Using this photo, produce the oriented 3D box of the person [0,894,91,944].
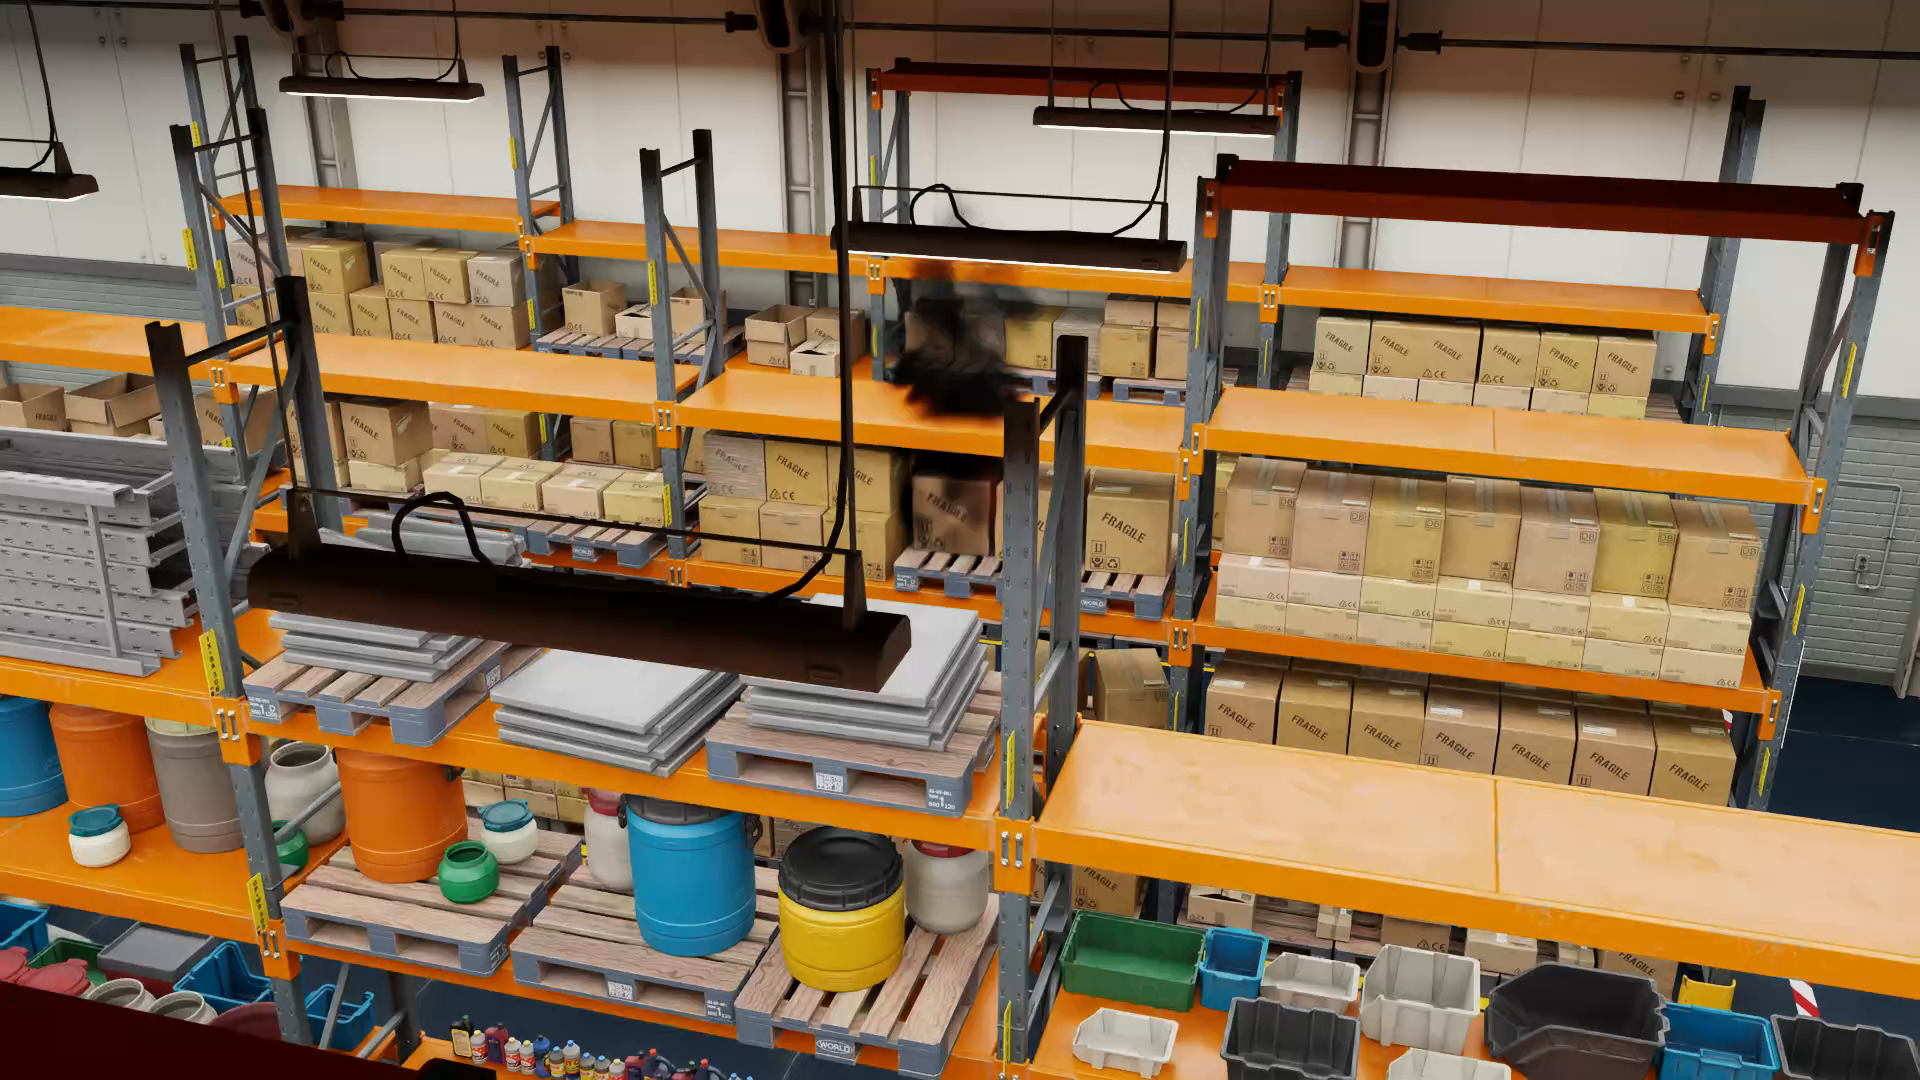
[{"bbox_3d":[-6.883,2.658,12.299,0.586,1.619,0.593,4,23,10],"label":"person"}]
